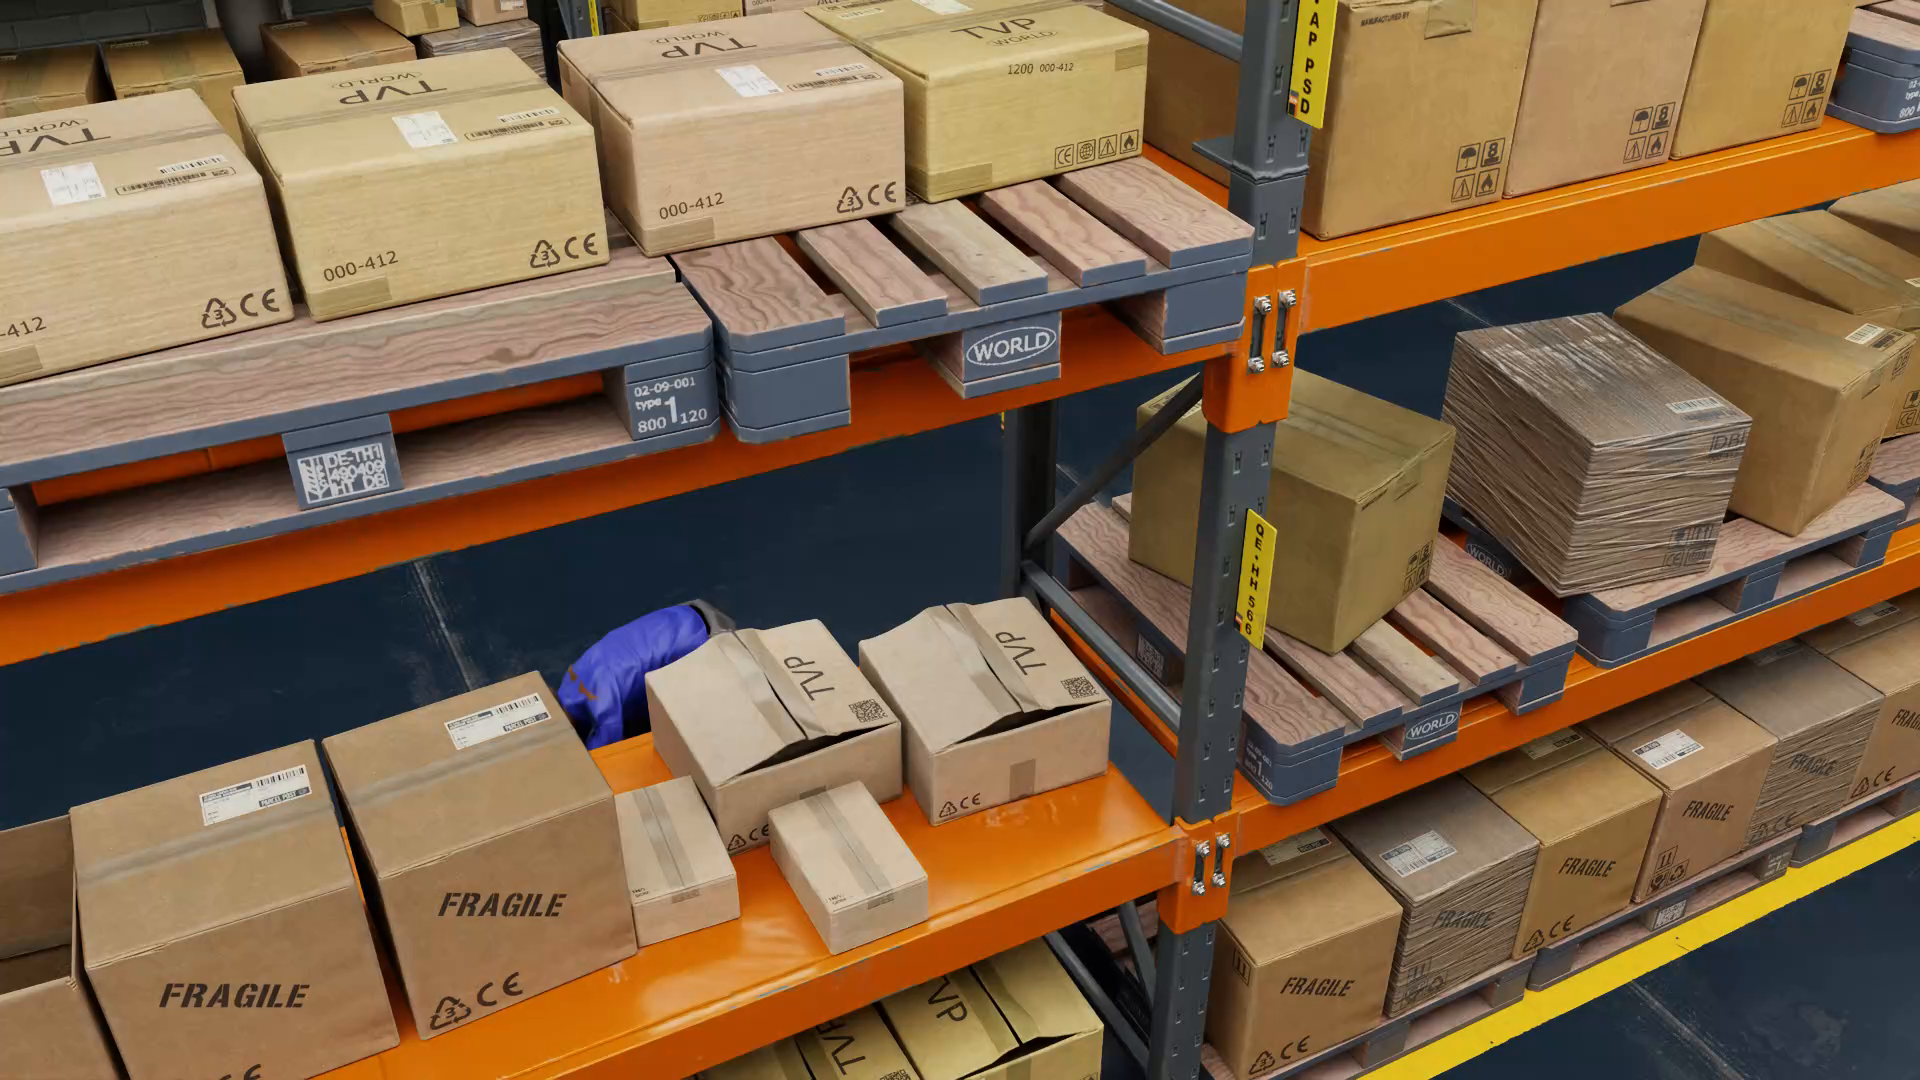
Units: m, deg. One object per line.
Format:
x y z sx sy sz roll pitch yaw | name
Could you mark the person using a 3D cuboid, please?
-1.125 0.691 5.816 0.866 0.864 0.465 -18 37 -26 | person
